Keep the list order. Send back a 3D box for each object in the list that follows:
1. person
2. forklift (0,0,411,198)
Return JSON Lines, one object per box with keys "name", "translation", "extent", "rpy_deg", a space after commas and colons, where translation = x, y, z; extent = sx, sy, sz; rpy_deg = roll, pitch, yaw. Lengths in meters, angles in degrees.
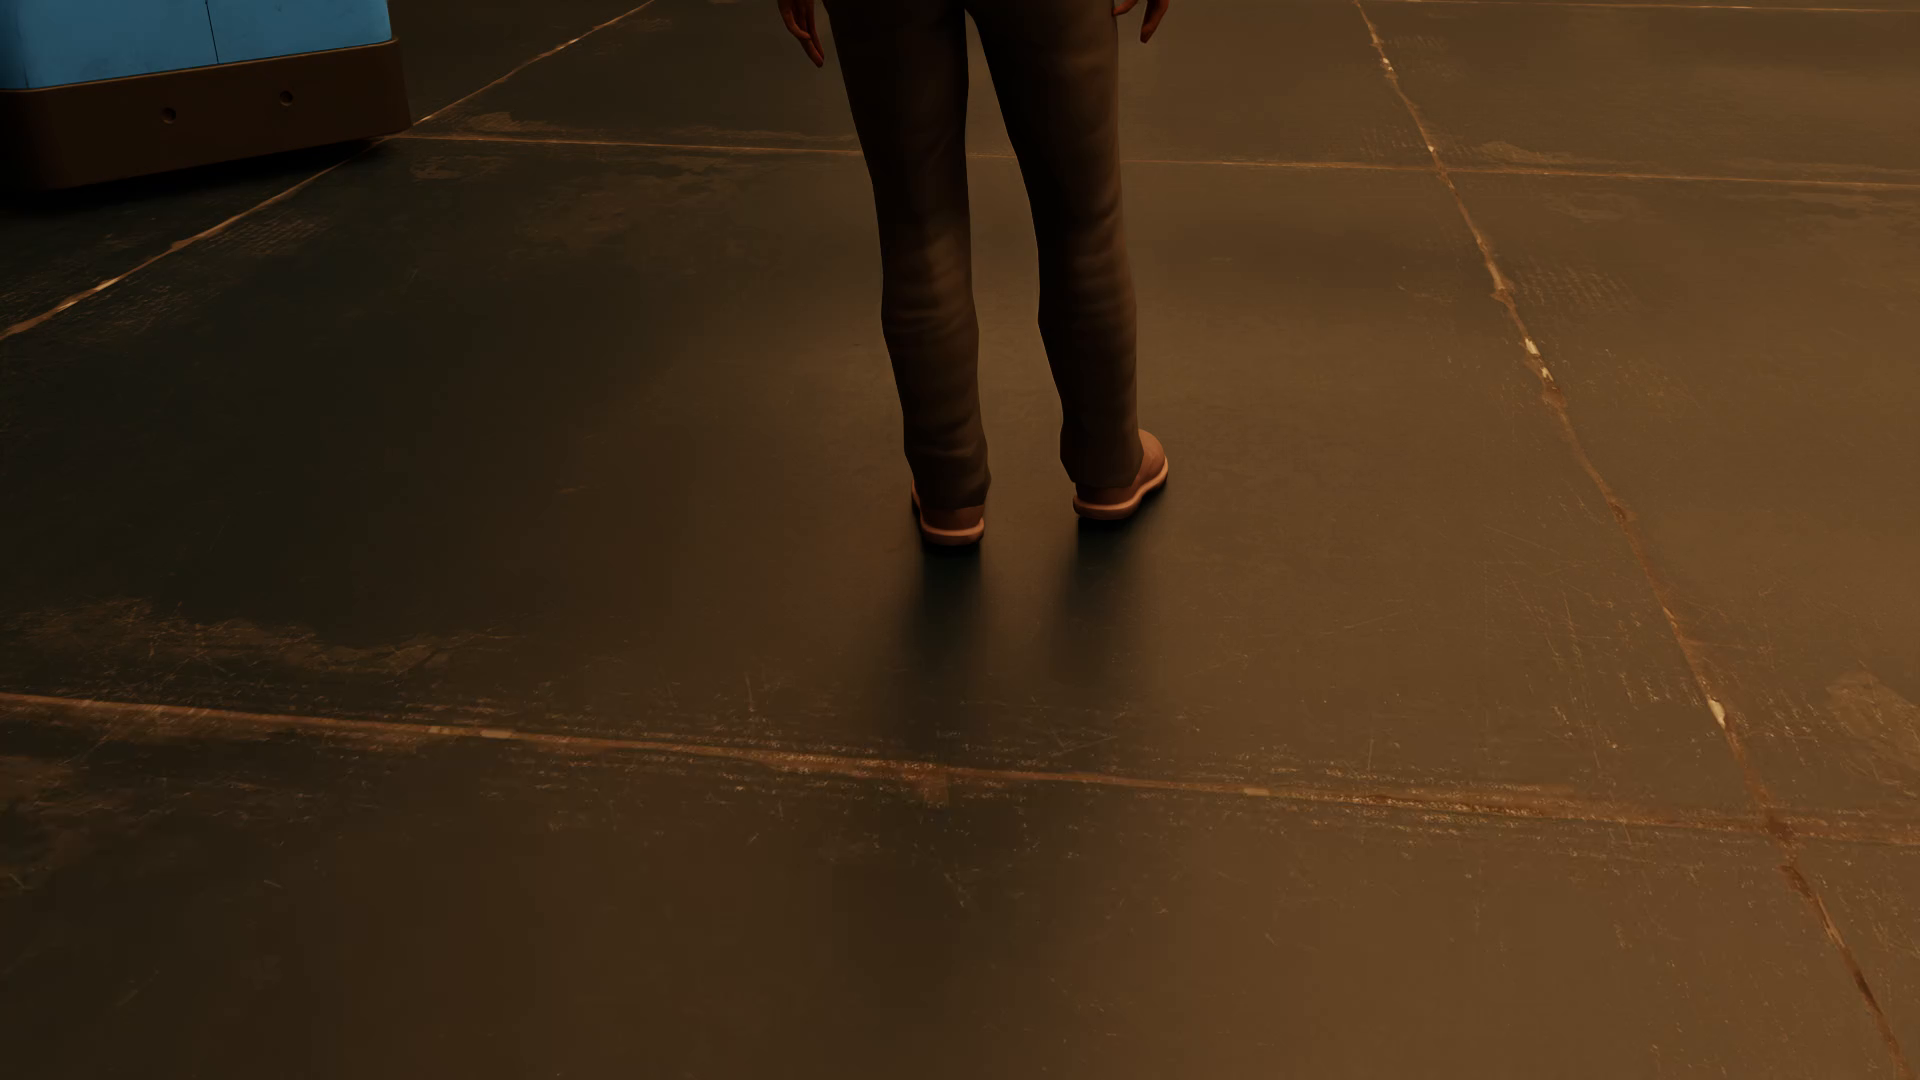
{"name": "person", "translation": [0.031, -0.784, 2.203], "extent": [0.570, 1.654, 0.504], "rpy_deg": [3, 27, 7]}
{"name": "forklift", "translation": [-2.918, -2.723, 4.674], "extent": [1.130, 2.935, 3.031], "rpy_deg": [-23, 35, -38]}
